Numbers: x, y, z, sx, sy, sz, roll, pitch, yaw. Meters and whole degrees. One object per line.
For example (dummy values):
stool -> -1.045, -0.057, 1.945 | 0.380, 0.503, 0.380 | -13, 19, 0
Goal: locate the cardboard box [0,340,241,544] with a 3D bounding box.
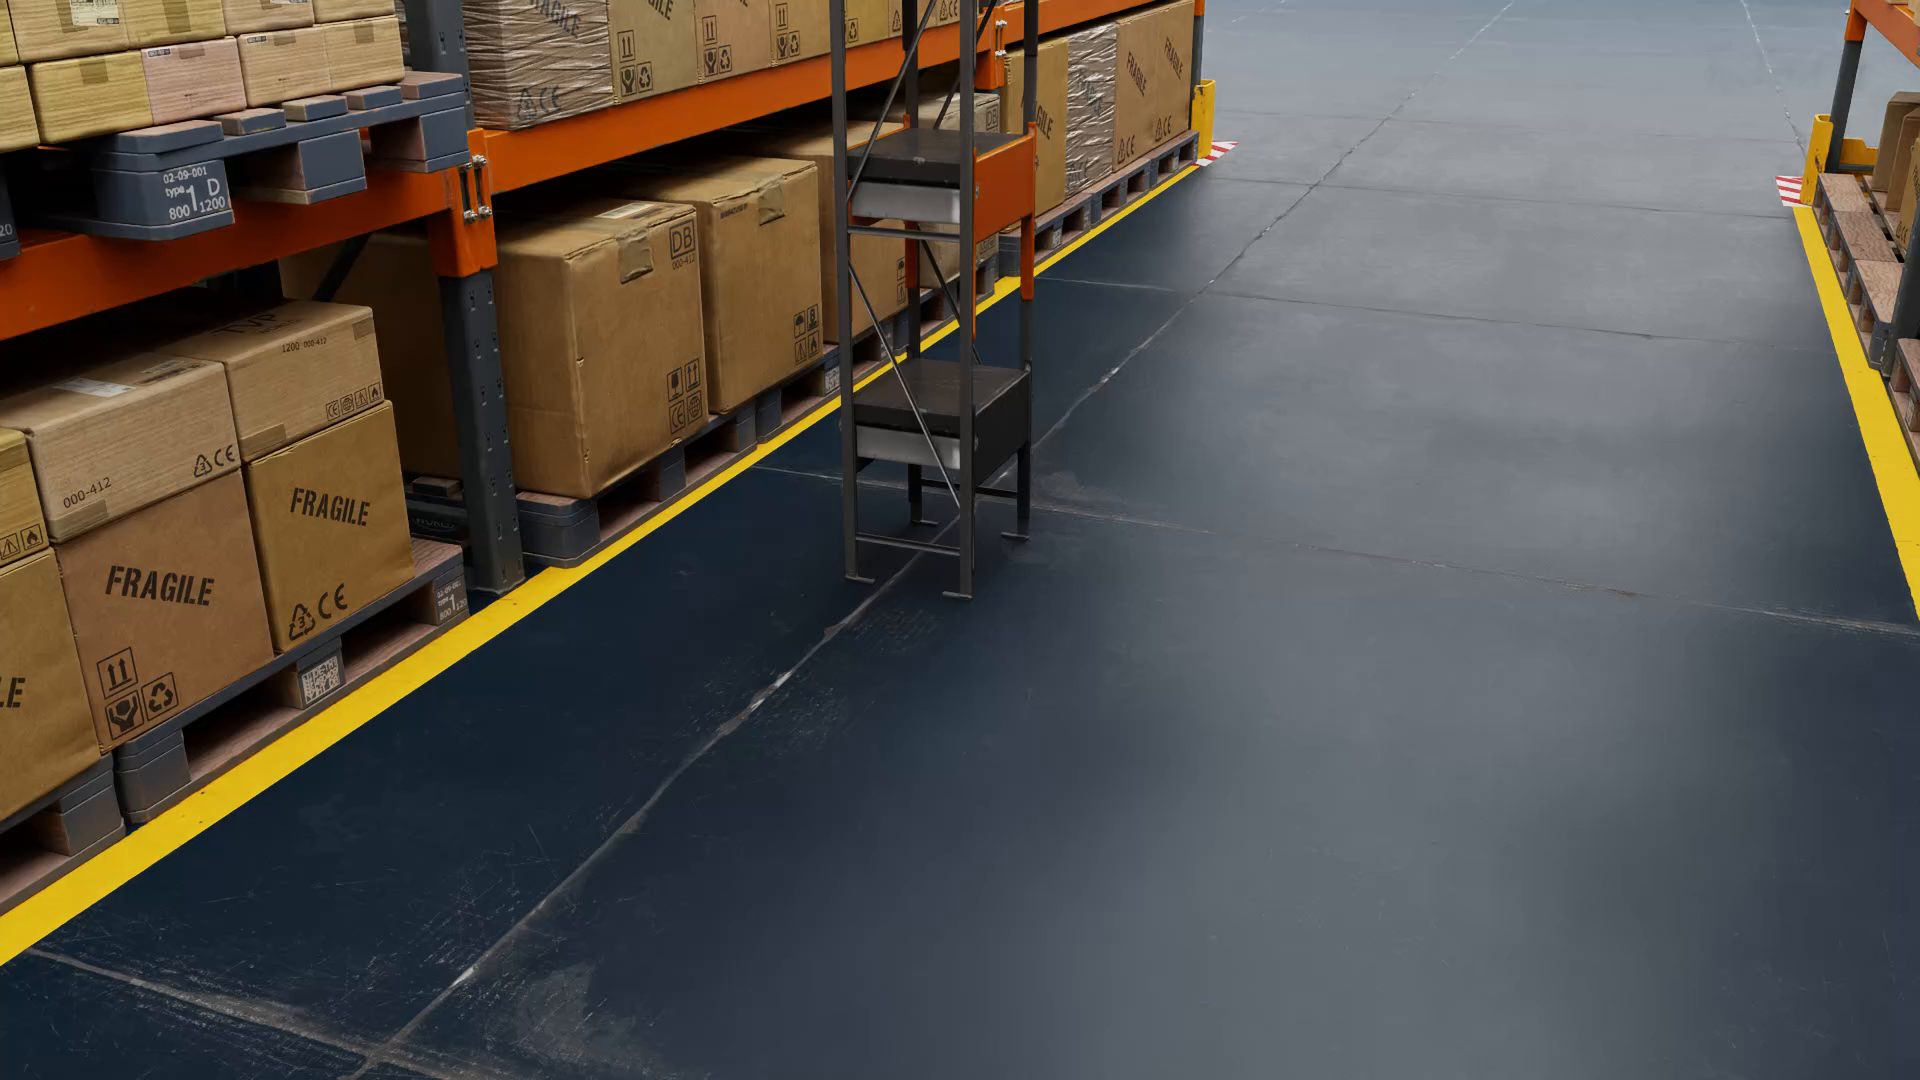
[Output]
cardboard box -> -1.966, -0.230, 3.633 | 0.500, 0.250, 0.500 | 9, 24, 21

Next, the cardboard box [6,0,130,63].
cardboard box -> -1.825, -1.001, 3.150 | 0.380, 0.149, 0.250 | 9, 24, 20

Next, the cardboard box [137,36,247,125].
cardboard box -> -1.723, -0.963, 3.444 | 0.380, 0.149, 0.250 | 9, 24, 21

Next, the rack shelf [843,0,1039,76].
rack shelf -> -0.062, -1.543, 4.439 | 0.431, 0.518, 0.480 | 9, 24, 20

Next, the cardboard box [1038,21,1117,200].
cardboard box -> 0.338, -2.491, 9.533 | 0.875, 0.875, 0.875 | 9, 24, 20

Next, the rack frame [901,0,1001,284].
rack frame -> -0.292, -2.739, 7.916 | 1.000, 3.000, 0.127 | 9, 24, 20

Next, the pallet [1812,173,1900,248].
pallet -> 5.399, -1.825, 9.345 | 1.003, 0.211, 1.213 | 9, 24, 20

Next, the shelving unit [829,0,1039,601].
shelving unit -> -0.061, -0.910, 4.703 | 0.431, 2.100, 0.503 | 9, 24, 20

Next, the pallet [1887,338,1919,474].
pallet -> 3.988, -0.427, 5.999 | 1.003, 0.211, 1.213 | 9, 24, 20

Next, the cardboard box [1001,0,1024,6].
cardboard box -> -0.166, -2.942, 8.207 | 0.875, 0.550, 0.550 | 9, 24, 20

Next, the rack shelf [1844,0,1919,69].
rack shelf -> 5.019, -2.377, 7.982 | 1.077, 0.370, 4.000 | 9, 24, 20

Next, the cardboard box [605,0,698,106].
cardboard box -> -1.174, -1.658, 5.199 | 0.500, 0.500, 0.500 | 9, 24, 20

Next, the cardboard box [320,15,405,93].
cardboard box -> -1.534, -1.143, 3.876 | 0.380, 0.149, 0.250 | 9, 24, 21

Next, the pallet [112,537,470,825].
pallet -> -2.069, 0.258, 4.358 | 1.003, 0.211, 1.213 | 9, 24, 20

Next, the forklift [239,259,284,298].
forklift -> -3.120, -2.130, 6.547 | 1.130, 2.935, 3.031 | 8, 24, 18

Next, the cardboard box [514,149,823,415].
cardboard box -> -1.146, -0.982, 6.083 | 1.050, 0.750, 0.750 | 9, 24, 21

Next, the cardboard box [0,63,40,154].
cardboard box -> -1.917, -0.777, 3.000 | 0.380, 0.149, 0.250 | 8, 24, 18

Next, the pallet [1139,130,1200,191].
pallet -> 0.970, -2.587, 11.169 | 1.003, 0.211, 1.213 | 9, 24, 20

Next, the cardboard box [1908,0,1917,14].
cardboard box -> 4.654, -2.531, 7.743 | 0.380, 0.149, 0.250 | 9, 24, 20

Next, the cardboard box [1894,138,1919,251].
cardboard box -> 4.825, -1.610, 7.911 | 0.500, 0.500, 0.500 | 7, 24, 15

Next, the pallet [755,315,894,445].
pallet -> -0.960, -0.728, 6.718 | 1.003, 0.211, 1.213 | 9, 24, 20

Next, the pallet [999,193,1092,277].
pallet -> 0.063, -1.713, 9.078 | 1.003, 0.211, 1.213 | 9, 24, 20

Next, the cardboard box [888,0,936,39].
cardboard box -> -0.425, -2.380, 6.925 | 0.500, 0.500, 0.500 | 9, 24, 19

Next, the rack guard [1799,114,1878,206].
rack guard -> 5.733, -2.244, 9.973 | 1.175, 0.500, 0.348 | 9, 24, 20

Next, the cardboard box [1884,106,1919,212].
cardboard box -> 5.324, -2.025, 8.904 | 0.500, 0.500, 0.500 | 16, 28, 34

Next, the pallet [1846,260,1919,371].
pallet -> 4.492, -0.952, 7.254 | 1.003, 0.211, 1.213 | 9, 24, 20

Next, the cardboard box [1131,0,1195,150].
cardboard box -> 1.004, -3.132, 11.068 | 0.875, 0.875, 0.875 | 9, 24, 20

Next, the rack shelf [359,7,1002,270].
rack shelf -> -1.035, -1.692, 6.341 | 1.077, 0.370, 4.000 | 9, 24, 20

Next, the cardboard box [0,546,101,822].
cardboard box -> -2.157, 0.302, 3.334 | 0.500, 0.500, 0.500 | 8, 24, 18

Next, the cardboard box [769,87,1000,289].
cardboard box -> -0.439, -1.660, 7.706 | 1.050, 0.750, 0.750 | 9, 24, 20

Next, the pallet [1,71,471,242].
pallet -> -1.943, -0.949, 3.879 | 1.213, 0.211, 1.003 | 9, 24, 20

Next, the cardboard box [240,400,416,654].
cardboard box -> -1.779, -0.075, 4.237 | 0.500, 0.500, 0.500 | 9, 24, 20

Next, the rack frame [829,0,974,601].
rack frame -> -0.152, -0.822, 4.494 | 0.400, 2.100, 0.015 | 9, 24, 20

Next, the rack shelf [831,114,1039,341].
rack shelf -> -0.061, -0.897, 4.709 | 0.431, 0.518, 0.480 | 9, 24, 20

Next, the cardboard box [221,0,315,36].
cardboard box -> -1.636, -1.185, 3.591 | 0.380, 0.149, 0.250 | 10, 25, 22

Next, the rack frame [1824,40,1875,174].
rack frame -> 5.762, -3.424, 9.556 | 1.000, 3.000, 0.127 | 9, 24, 20

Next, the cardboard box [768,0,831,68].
cardboard box -> -0.799, -2.017, 6.057 | 0.500, 0.500, 0.500 | 9, 24, 19

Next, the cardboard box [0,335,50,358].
cardboard box -> -2.447, -0.301, 3.803 | 0.500, 0.250, 0.500 | 8, 24, 19
